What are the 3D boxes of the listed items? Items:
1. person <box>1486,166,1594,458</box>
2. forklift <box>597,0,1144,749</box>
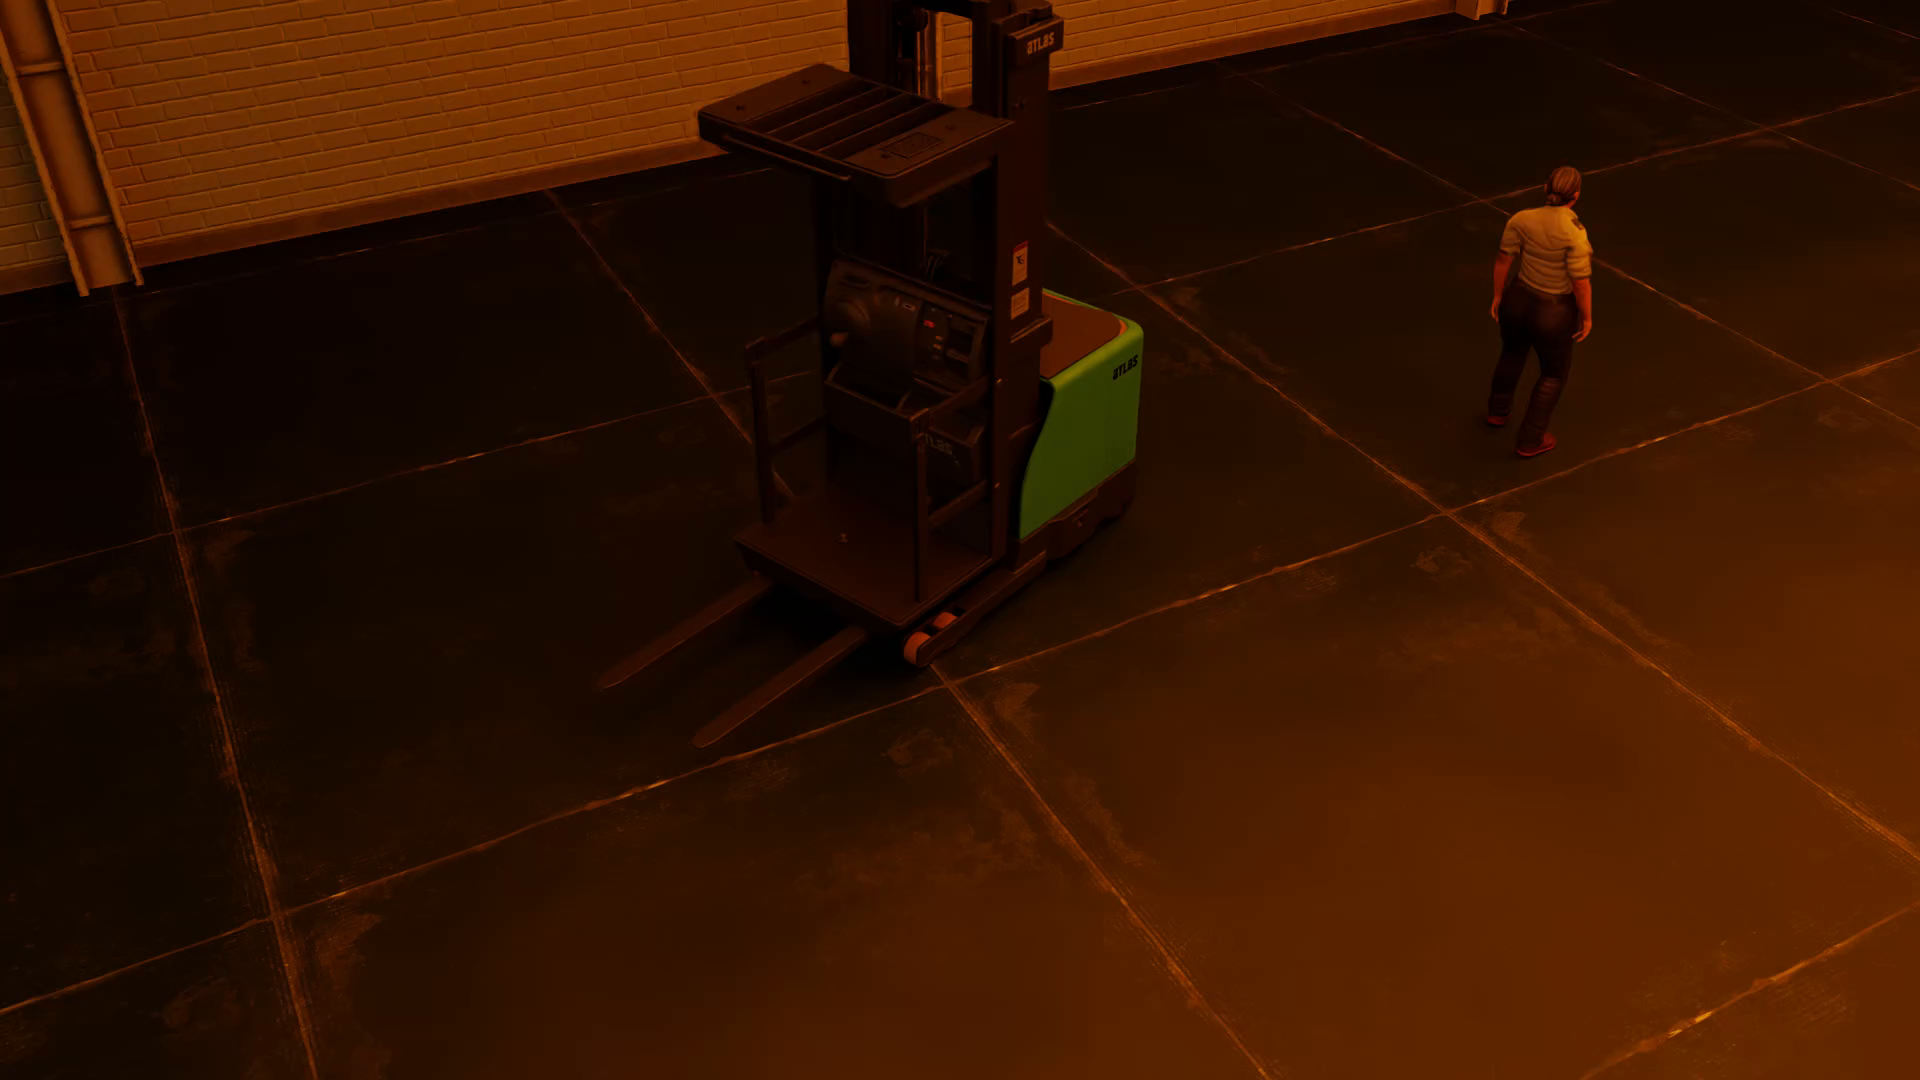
[{"bbox_3d":[3.188,-1.247,9.043,0.475,1.684,0.556,-26,43,-32],"label":"person"},{"bbox_3d":[-0.390,-0.927,7.434,1.130,2.935,3.031,26,43,31],"label":"forklift"}]
